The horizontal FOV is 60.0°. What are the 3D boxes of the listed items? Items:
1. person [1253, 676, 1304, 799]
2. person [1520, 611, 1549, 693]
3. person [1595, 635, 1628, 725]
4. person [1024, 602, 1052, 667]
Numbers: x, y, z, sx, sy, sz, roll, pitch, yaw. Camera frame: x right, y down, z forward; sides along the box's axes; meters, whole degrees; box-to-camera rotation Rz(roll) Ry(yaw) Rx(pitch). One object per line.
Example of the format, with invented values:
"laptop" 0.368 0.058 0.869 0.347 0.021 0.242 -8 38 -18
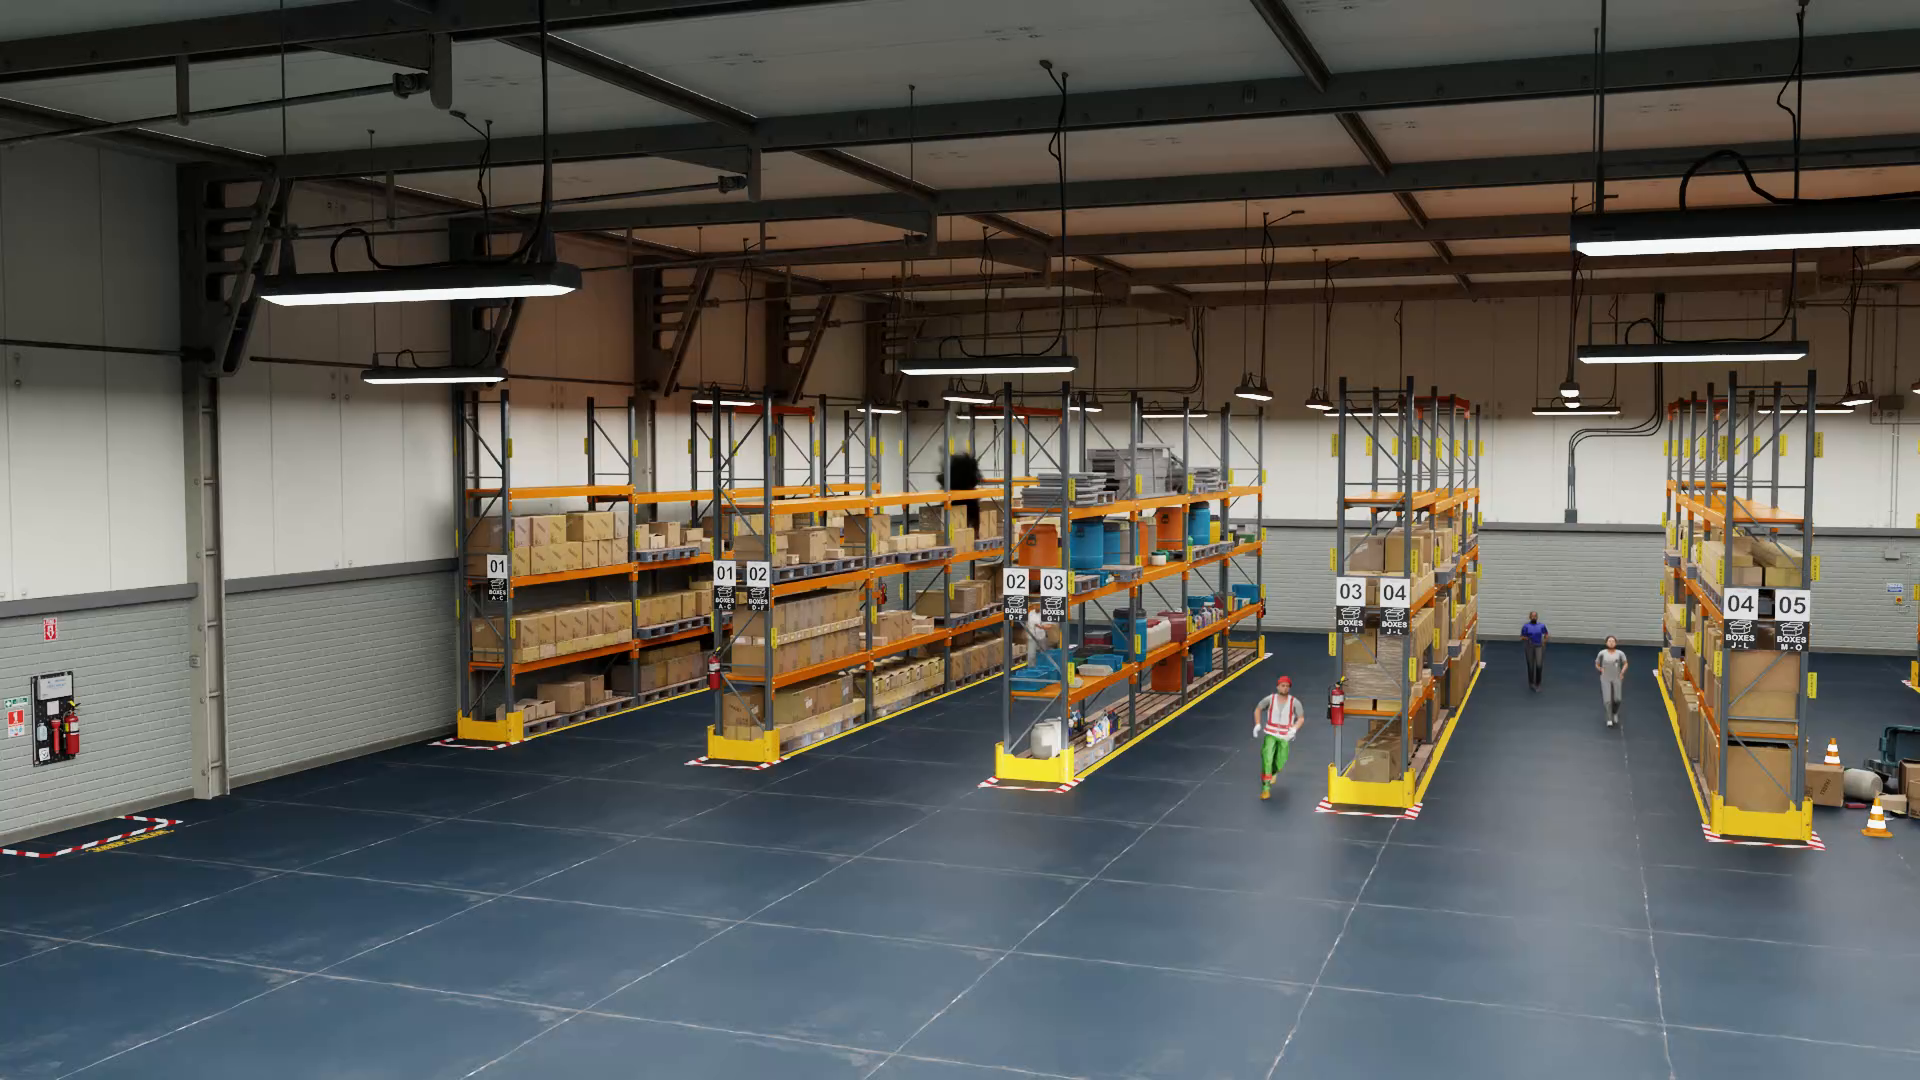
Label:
"person" 4.584 2.824 23.937 0.712 1.733 0.753 1 3 13
"person" 11.827 2.310 34.252 0.551 1.682 0.720 1 3 19
"person" 11.718 2.533 29.915 0.557 1.625 0.564 1 3 19
"person" 1.556 2.028 33.392 0.594 1.710 0.814 1 3 15
